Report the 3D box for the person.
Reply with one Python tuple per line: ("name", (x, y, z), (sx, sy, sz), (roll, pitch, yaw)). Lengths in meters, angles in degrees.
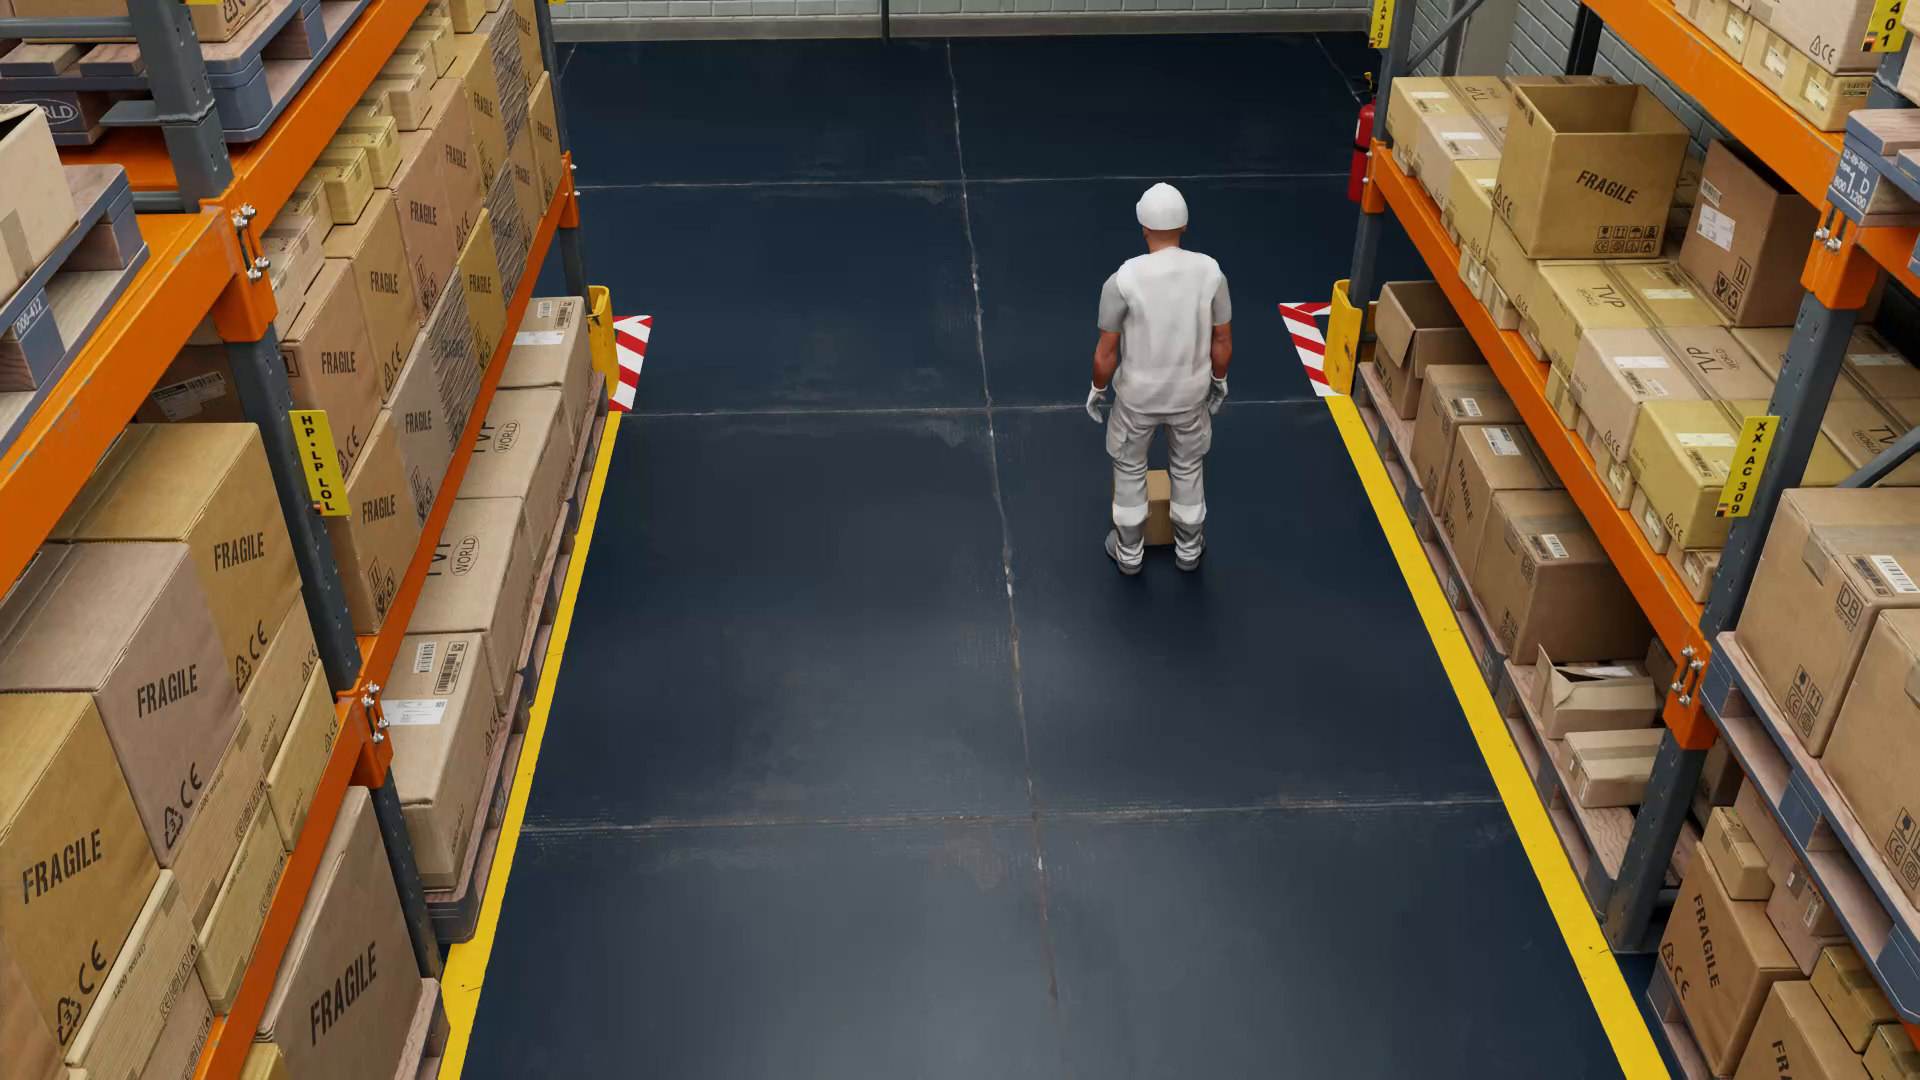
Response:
("person", (0.842, -0.642, 7.052), (0.619, 1.779, 0.450), (-3, 35, -5))
